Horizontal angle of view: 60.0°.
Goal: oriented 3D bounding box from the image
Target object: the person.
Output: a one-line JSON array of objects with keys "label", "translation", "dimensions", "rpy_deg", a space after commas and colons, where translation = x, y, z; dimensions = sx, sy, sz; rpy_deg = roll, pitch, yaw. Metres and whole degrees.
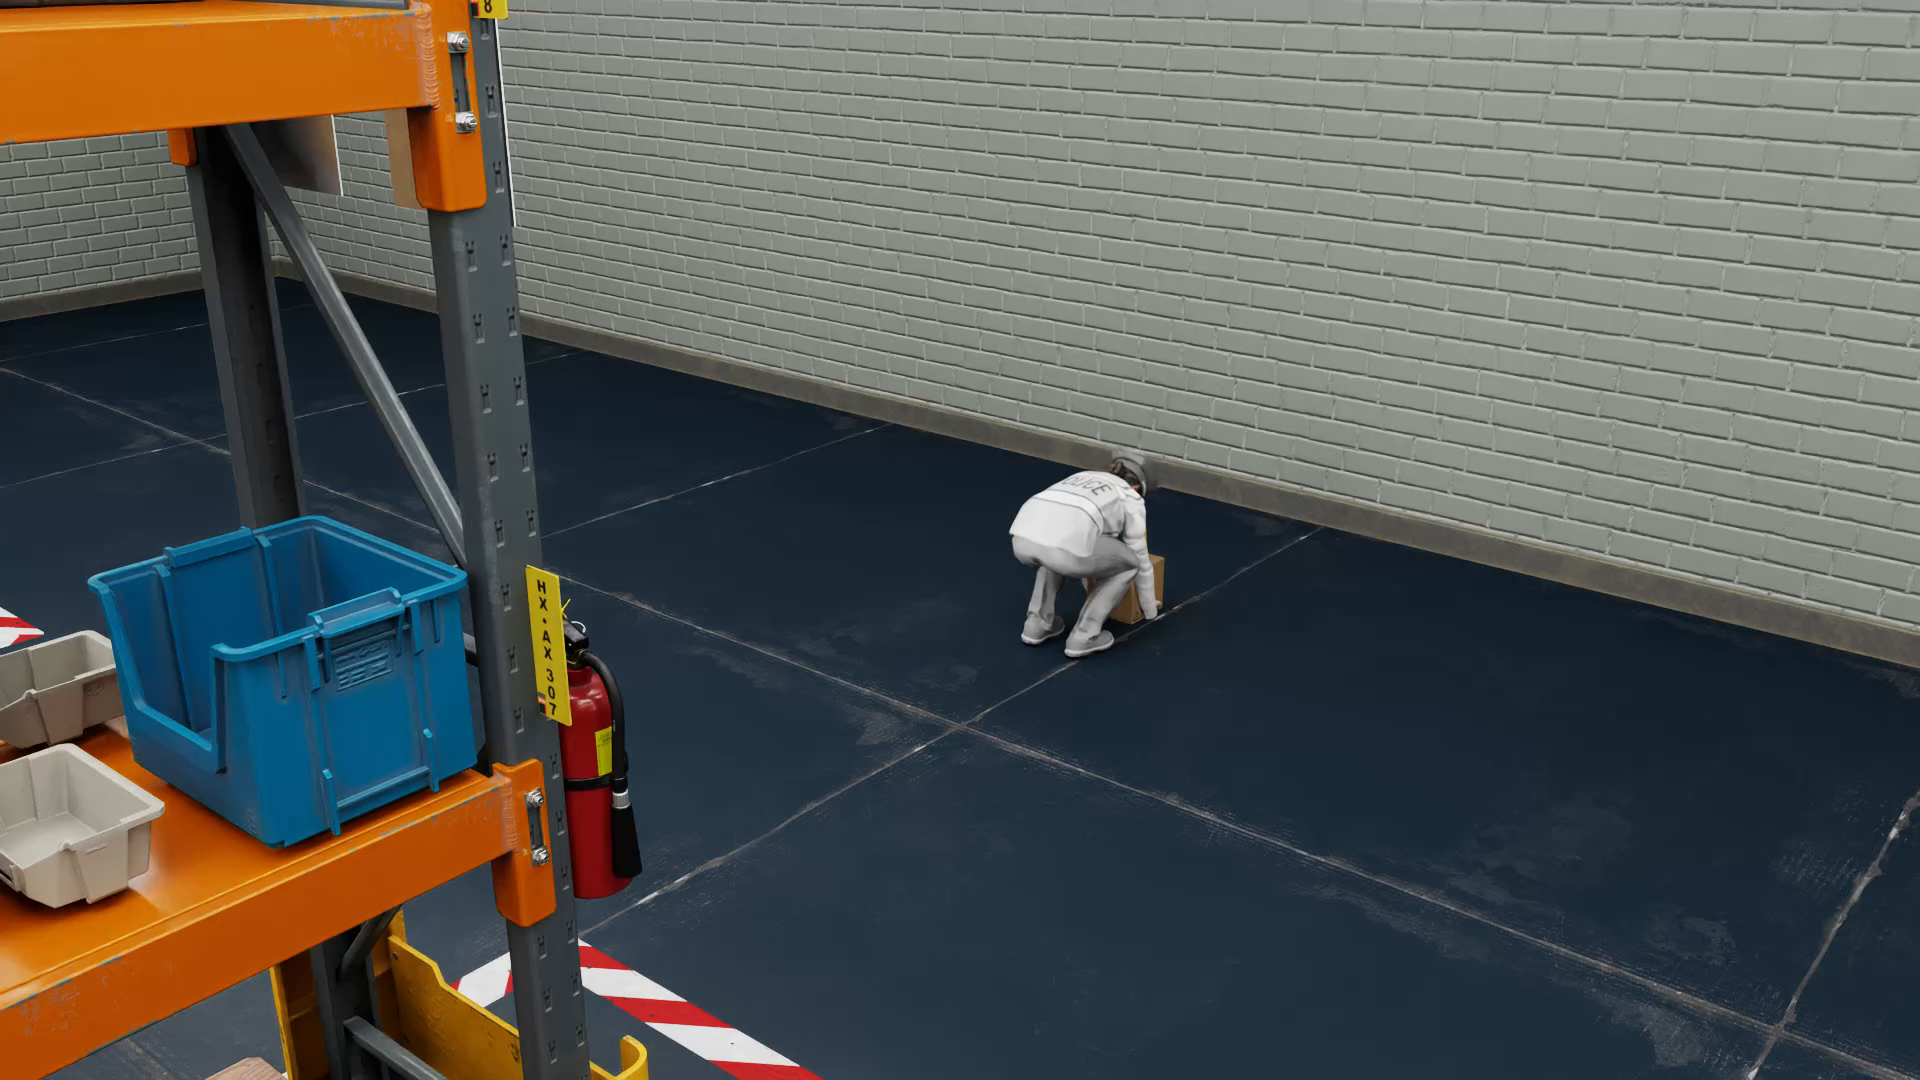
[{"label": "person", "translation": [0.568, 0.061, 7.254], "dimensions": [0.455, 0.763, 0.915], "rpy_deg": [15, 25, 35]}]
